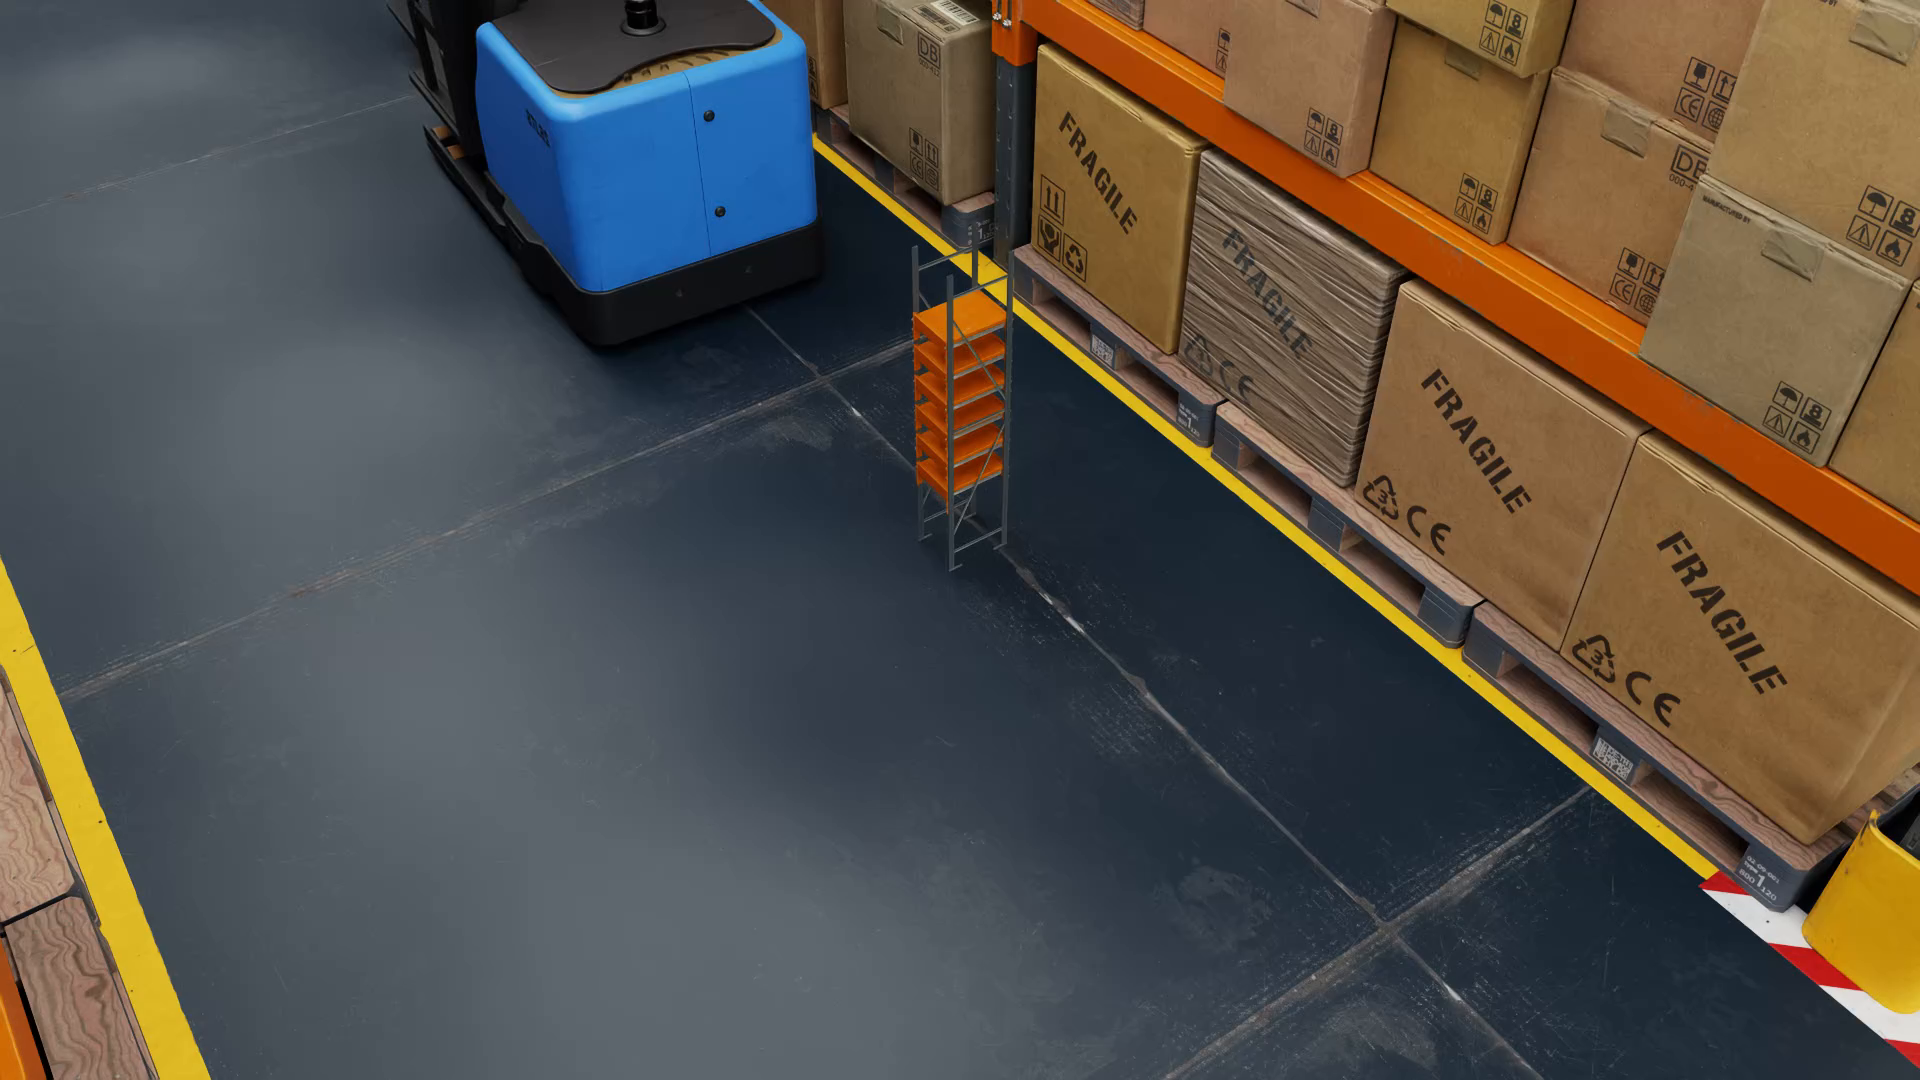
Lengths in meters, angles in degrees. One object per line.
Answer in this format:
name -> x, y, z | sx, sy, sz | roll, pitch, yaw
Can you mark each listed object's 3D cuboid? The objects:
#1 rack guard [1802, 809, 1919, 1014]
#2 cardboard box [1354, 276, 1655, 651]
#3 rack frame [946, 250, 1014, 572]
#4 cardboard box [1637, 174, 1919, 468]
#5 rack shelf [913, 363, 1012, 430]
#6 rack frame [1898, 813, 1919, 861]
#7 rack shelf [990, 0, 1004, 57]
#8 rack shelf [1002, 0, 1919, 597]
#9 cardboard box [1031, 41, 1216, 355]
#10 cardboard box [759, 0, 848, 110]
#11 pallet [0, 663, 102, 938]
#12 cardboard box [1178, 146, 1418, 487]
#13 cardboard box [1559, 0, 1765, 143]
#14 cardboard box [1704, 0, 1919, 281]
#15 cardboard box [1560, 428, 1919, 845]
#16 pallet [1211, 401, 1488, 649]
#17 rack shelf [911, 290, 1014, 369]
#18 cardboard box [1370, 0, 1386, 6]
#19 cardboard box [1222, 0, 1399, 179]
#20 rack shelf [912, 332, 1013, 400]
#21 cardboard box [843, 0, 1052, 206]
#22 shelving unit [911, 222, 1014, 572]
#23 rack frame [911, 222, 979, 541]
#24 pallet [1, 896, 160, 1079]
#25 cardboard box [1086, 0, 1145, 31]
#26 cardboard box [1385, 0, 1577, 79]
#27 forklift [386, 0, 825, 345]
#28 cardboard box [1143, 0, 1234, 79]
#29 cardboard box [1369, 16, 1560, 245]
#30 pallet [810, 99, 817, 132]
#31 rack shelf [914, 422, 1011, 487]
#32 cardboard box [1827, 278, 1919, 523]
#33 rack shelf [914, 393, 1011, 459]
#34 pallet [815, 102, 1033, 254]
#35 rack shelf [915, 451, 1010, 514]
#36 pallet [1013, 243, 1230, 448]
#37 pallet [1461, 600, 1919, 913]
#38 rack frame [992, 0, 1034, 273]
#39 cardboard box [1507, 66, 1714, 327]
rack guard -> 2.884, 0.771, 4.580 | 1.175, 0.500, 0.348 | -26, 49, -24
cardboard box -> 1.923, -0.385, 5.216 | 0.875, 0.875, 0.875 | -26, 50, -25
rack frame -> 0.061, -0.374, 5.273 | 0.240, 1.200, 0.006 | -26, 49, -24
cardboard box -> 2.289, -0.696, 4.198 | 0.875, 0.550, 0.550 | -26, 49, -24
rack shelf -> 0.008, -0.480, 5.275 | 0.258, 0.103, 0.180 | -26, 49, -24
rack frame -> 2.871, -0.146, 3.731 | 1.000, 3.000, 0.127 | -26, 49, -24
rack shelf -> -0.562, -3.284, 7.539 | 1.077, 0.370, 4.000 | -26, 49, -24
rack shelf -> 1.726, -1.019, 5.166 | 1.077, 0.370, 4.000 | -26, 49, -24
cardboard box -> 0.885, -1.411, 6.291 | 0.875, 0.875, 0.875 | -25, 49, -24
cardboard box -> -0.395, -2.614, 7.641 | 1.050, 0.750, 0.750 | -26, 49, -24
pallet -> -3.130, 0.865, 4.691 | 1.003, 0.211, 1.213 | -26, 49, -24
cardboard box -> 1.404, -0.902, 5.757 | 0.875, 0.875, 0.875 | -25, 49, -24
cardboard box -> 2.091, -1.462, 4.219 | 0.875, 0.550, 0.550 | -26, 49, -24
cardboard box -> 2.300, -1.092, 3.831 | 0.875, 0.550, 0.550 | -26, 49, -24
cardboard box -> 2.428, 0.112, 4.695 | 0.875, 0.875, 0.875 | -25, 49, -24
pallet -> 1.655, -0.250, 5.859 | 1.003, 0.211, 1.213 | -26, 49, -24
rack shelf -> 0.008, -0.654, 5.109 | 0.258, 0.103, 0.180 | -26, 49, -24
cardboard box -> 1.371, -2.008, 4.791 | 0.875, 0.550, 0.550 | -26, 49, -24
cardboard box -> 1.349, -1.607, 5.152 | 0.875, 0.550, 0.550 | -26, 49, -24
rack shelf -> 0.008, -0.567, 5.192 | 0.258, 0.103, 0.180 | -26, 49, -24
cardboard box -> 0.153, -2.066, 7.067 | 1.050, 0.750, 0.750 | -26, 49, -25
shelving unit -> 0.008, -0.426, 5.327 | 0.258, 1.200, 0.189 | -26, 49, -24
rack frame -> -0.044, -0.478, 5.381 | 0.240, 1.200, 0.006 | -26, 49, -24
pallet -> -2.428, 1.557, 3.966 | 1.003, 0.211, 1.213 | -26, 49, -24
cardboard box -> 0.803, -2.262, 5.838 | 0.875, 0.550, 0.550 | -26, 49, -24
cardboard box -> 1.681, -1.711, 4.480 | 0.875, 0.550, 0.500 | -26, 49, -24
forklift -> -1.757, -2.813, 6.574 | 1.130, 2.935, 3.031 | -23, 48, -22
cardboard box -> 1.136, -1.959, 5.521 | 0.875, 0.550, 0.550 | -26, 49, -24
cardboard box -> 1.734, -1.346, 4.879 | 0.875, 0.550, 0.500 | -26, 49, -24
pallet -> -0.623, -2.502, 8.218 | 1.003, 0.211, 1.213 | -26, 49, -24
rack shelf -> 0.008, -0.307, 5.441 | 0.258, 0.103, 0.180 | -26, 49, -24
cardboard box -> 2.621, -0.393, 3.881 | 0.875, 0.550, 0.550 | -26, 49, -24
rack shelf -> 0.008, -0.394, 5.358 | 0.258, 0.103, 0.180 | -26, 49, -24
pallet -> 0.079, -1.810, 7.493 | 1.003, 0.211, 1.213 | -26, 49, -24
rack shelf -> 0.008, -0.220, 5.524 | 0.258, 0.103, 0.180 | -26, 49, -24
pallet -> 0.953, -0.942, 6.583 | 1.003, 0.211, 1.213 | -26, 49, -24
pallet -> 2.349, 0.440, 5.136 | 1.003, 0.211, 1.213 | -26, 49, -24
rack frame -> 0.582, -2.412, 6.104 | 1.000, 3.000, 0.127 | -26, 49, -24
cardboard box -> 2.071, -1.062, 4.582 | 0.875, 0.550, 0.550 | -26, 49, -24
